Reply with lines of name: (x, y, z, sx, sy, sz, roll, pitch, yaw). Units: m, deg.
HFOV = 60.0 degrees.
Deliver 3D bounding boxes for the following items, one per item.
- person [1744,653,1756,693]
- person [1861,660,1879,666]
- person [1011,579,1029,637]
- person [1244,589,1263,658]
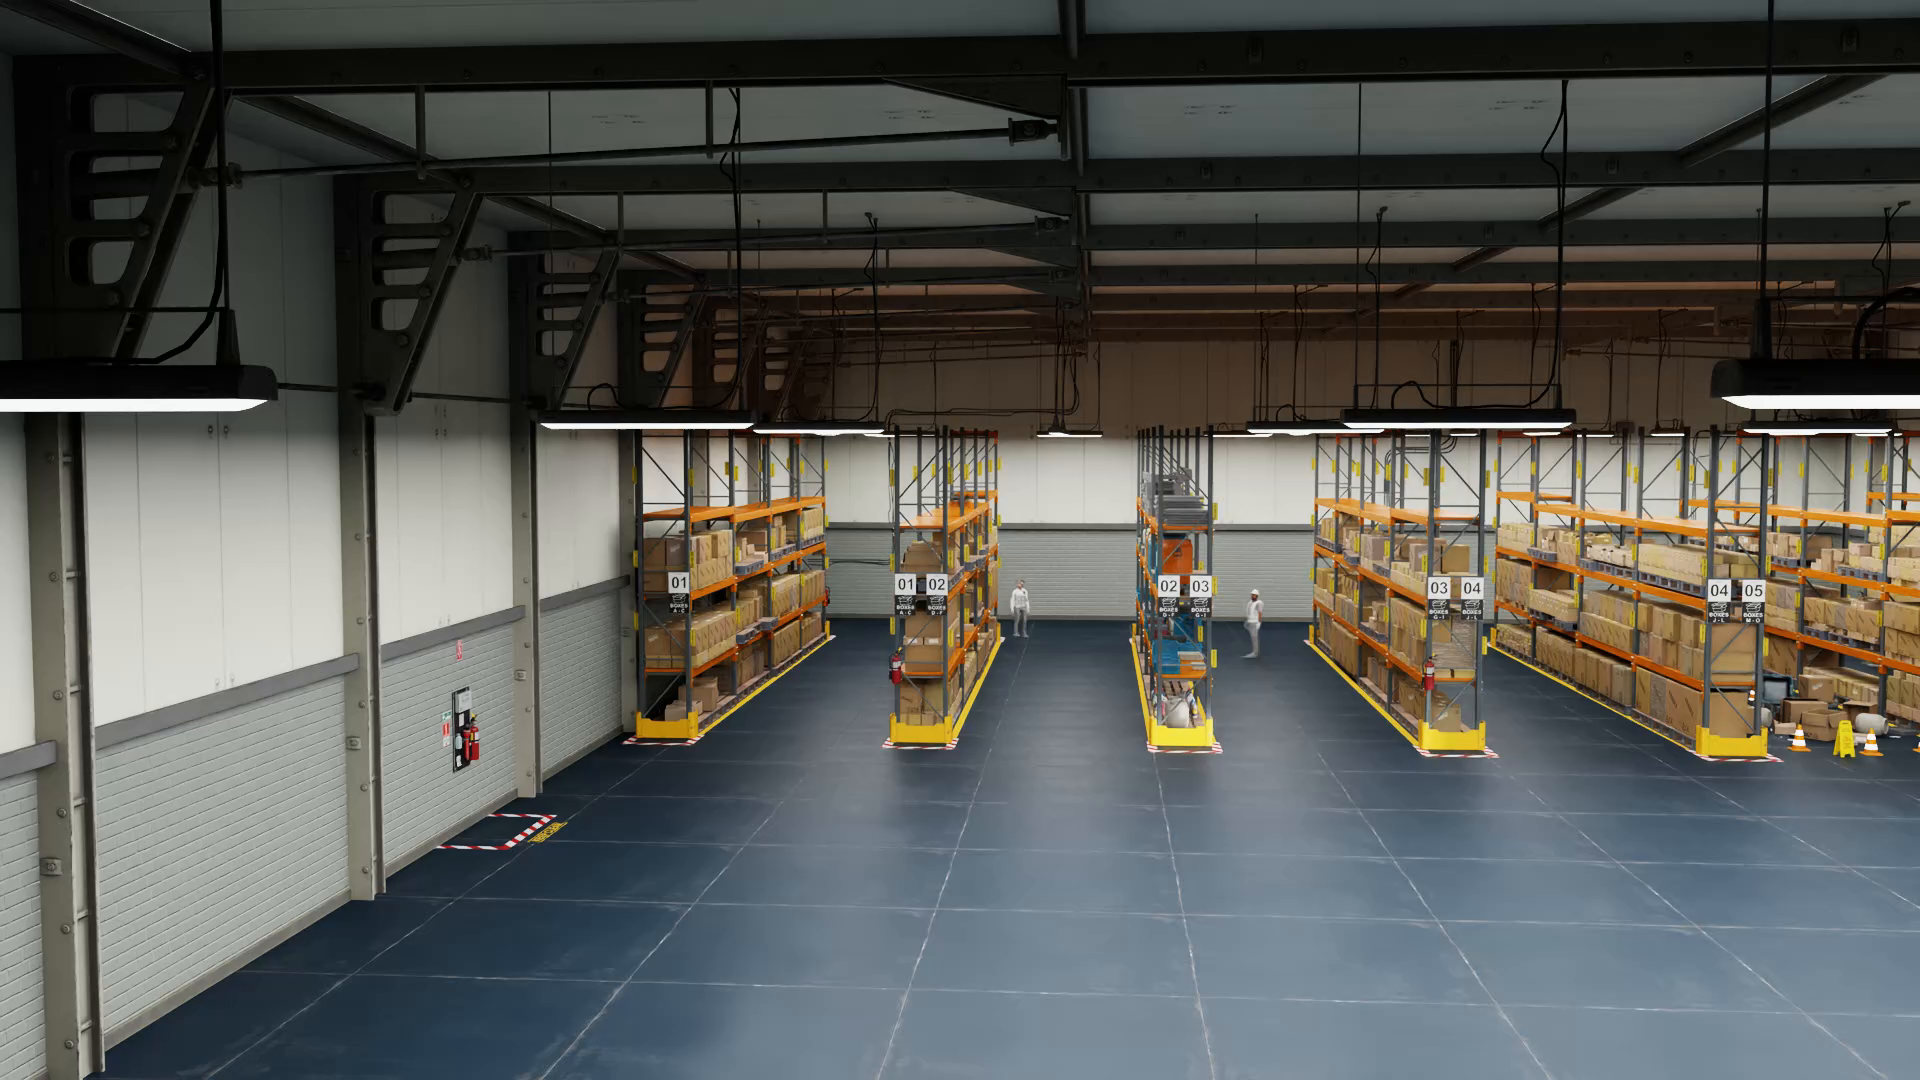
person: (17.804, 2.629, 37.455, 0.523, 1.679, 0.755, 0, 3, -7)
person: (22.952, 2.366, 41.954, 0.526, 1.701, 0.667, -1, 4, -17)
person: (1.737, 1.988, 48.350, 0.575, 1.714, 0.383, -1, 4, -16)
person: (7.732, 2.198, 43.851, 0.473, 1.783, 0.591, 0, 3, -6)
